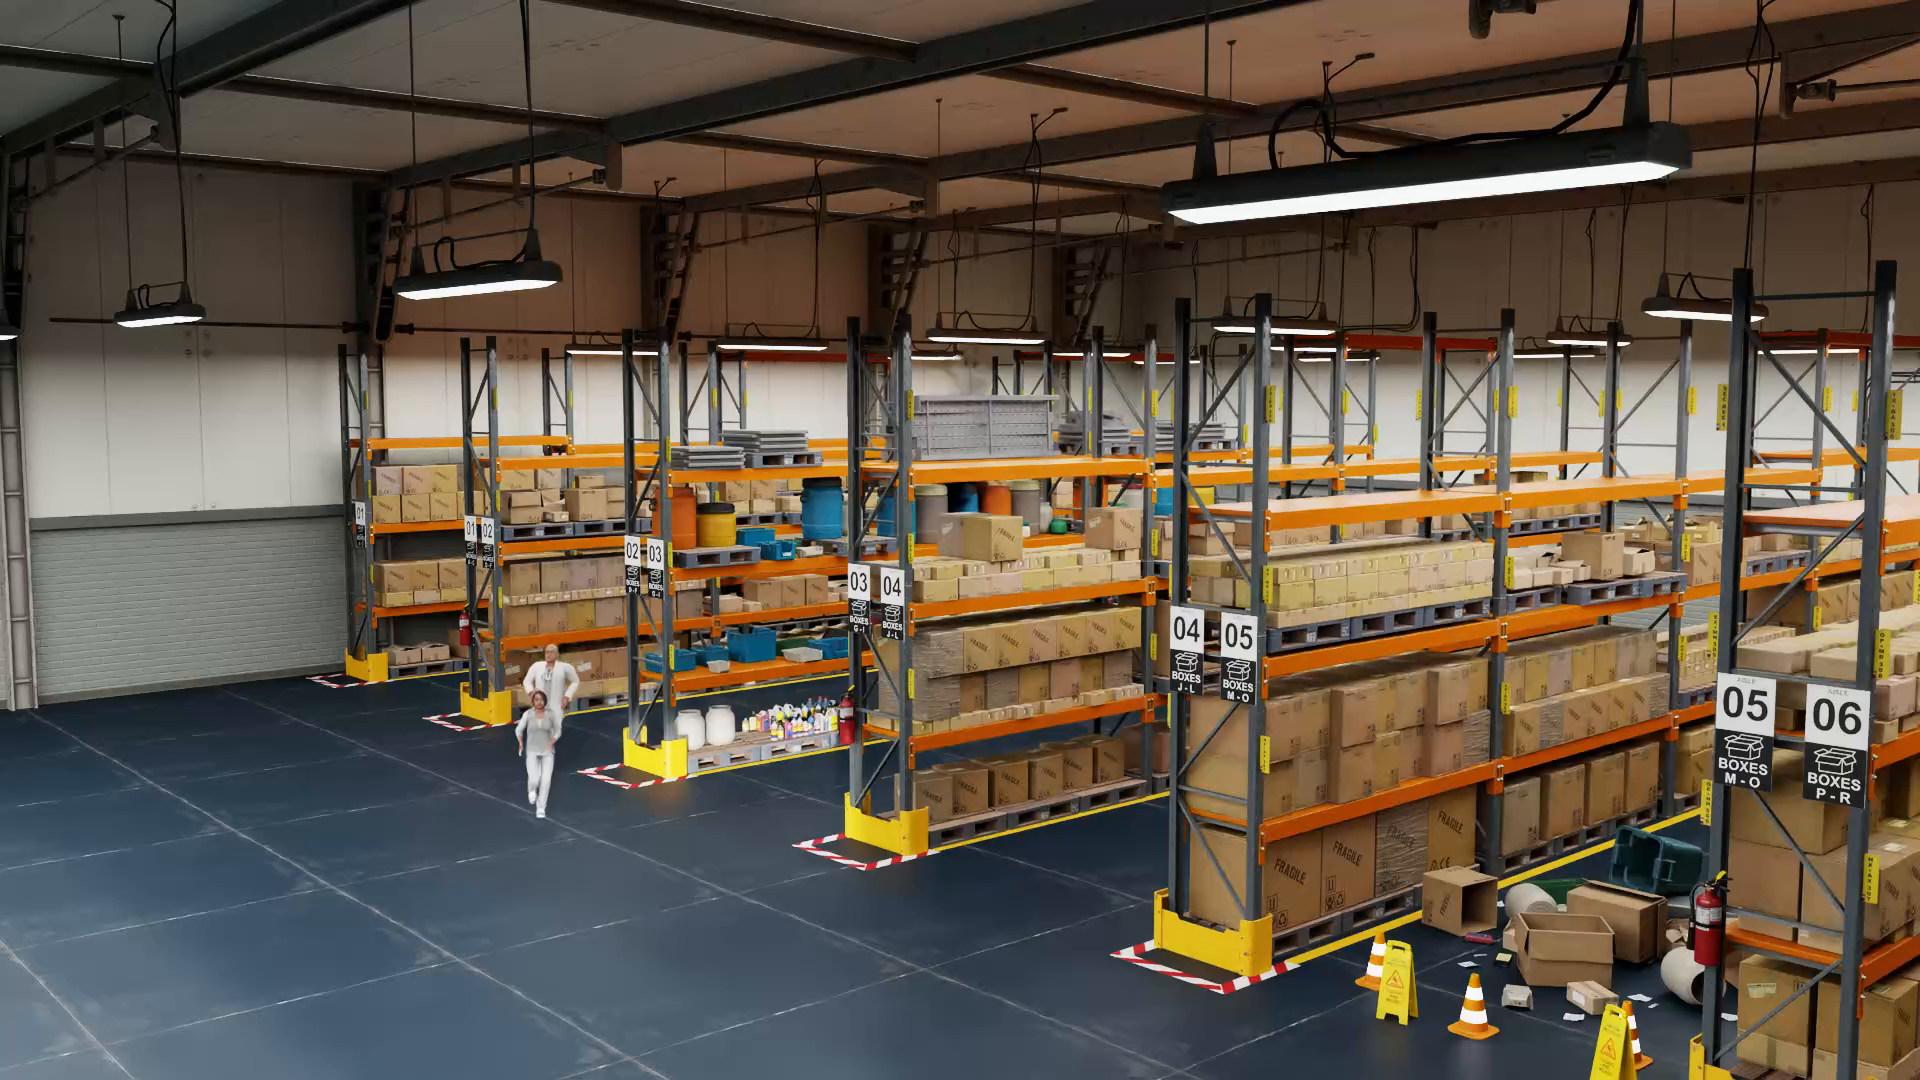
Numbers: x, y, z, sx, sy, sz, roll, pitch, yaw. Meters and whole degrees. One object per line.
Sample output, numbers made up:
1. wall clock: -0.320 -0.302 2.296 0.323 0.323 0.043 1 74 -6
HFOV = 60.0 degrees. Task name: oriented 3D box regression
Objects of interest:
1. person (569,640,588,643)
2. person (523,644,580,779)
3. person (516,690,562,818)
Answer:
1. person: -6.778 1.699 29.534 0.574 1.649 0.561 3 6 34
2. person: -5.529 2.281 22.439 0.736 1.768 0.893 0 5 3
3. person: -5.095 2.594 20.151 0.537 1.552 0.545 -2 5 -17
